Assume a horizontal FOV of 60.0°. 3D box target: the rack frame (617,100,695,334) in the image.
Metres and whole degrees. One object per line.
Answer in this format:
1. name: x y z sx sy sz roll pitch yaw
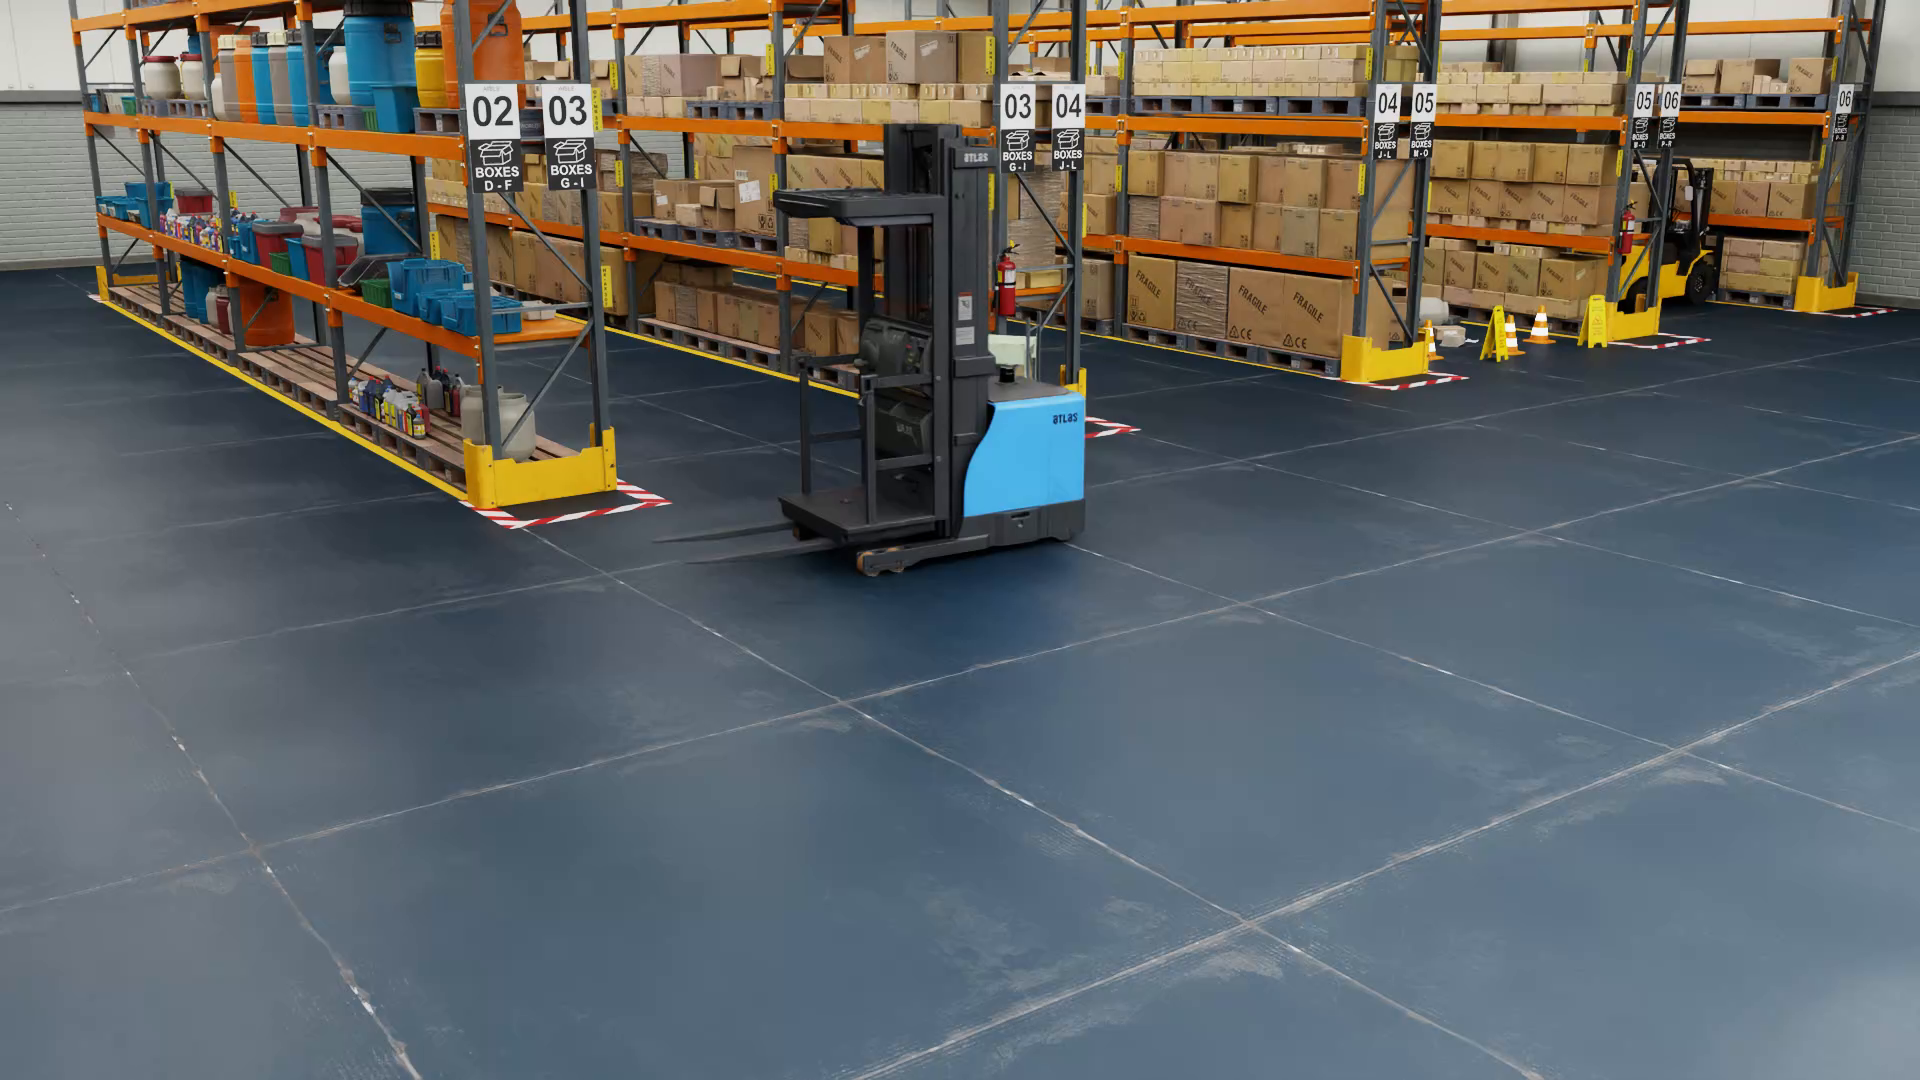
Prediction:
1. rack frame: -3.969 -4.277 22.021 1.000 3.000 0.127 -11 19 -35

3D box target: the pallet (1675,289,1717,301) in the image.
1. pallet: 11.567 -3.950 26.109 1.003 0.211 1.213 -11 19 -35

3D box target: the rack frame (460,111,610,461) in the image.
1. rack frame: -3.271 -1.800 12.970 1.000 3.000 0.127 -11 19 -35

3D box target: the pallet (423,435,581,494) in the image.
1. pallet: -3.827 -0.638 14.008 1.003 0.211 1.213 -11 19 -35

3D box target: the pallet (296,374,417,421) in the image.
1. pallet: -6.116 -1.471 17.050 1.003 0.211 1.213 -11 19 -35

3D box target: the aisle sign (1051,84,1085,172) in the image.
1. aisle sign: 1.014 -3.856 15.558 0.394 0.787 0.004 -11 19 -35

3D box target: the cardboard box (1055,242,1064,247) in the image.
1. cardboard box: 2.125 -5.727 30.548 0.875 0.875 0.875 -10 18 -33

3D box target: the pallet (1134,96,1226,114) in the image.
1. pallet: 2.927 -5.399 20.605 1.003 0.211 1.213 -11 19 -35

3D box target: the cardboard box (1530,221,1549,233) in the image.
1. cardboard box: 7.810 -4.178 22.133 0.380 0.149 0.250 -10 18 -34

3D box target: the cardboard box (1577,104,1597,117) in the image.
1. cardboard box: 8.142 -5.513 21.332 0.380 0.149 0.250 -11 19 -34

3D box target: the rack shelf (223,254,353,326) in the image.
1. rack shelf: -6.799 -2.734 17.746 1.077 0.370 4.000 -11 19 -35

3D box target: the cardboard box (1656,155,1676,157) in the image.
1. cardboard box: 11.322 -6.057 26.544 0.380 0.149 0.250 -11 19 -36

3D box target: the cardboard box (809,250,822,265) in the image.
1. cardboard box: -1.428 -3.105 18.213 0.380 0.149 0.250 -11 19 -35

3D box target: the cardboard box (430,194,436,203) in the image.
1. cardboard box: -8.579 -5.682 27.632 0.380 0.149 0.250 -11 19 -35

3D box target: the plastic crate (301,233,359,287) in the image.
1. plastic crate: -6.155 -2.741 16.287 0.402 0.464 0.583 -11 19 -35

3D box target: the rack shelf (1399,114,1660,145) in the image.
1. rack shelf: 7.575 -5.634 22.658 1.077 0.370 4.000 -11 19 -35

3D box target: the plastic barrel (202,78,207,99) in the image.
1. plastic barrel: -8.724 -5.297 19.532 0.301 0.262 0.301 0 15 0

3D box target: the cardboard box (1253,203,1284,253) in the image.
1. cardboard box: 3.983 -3.715 19.682 0.875 0.550 0.550 -11 19 -35

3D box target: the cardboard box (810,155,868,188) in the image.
1. cardboard box: -1.263 -3.855 17.831 0.500 0.500 0.500 -11 19 -35

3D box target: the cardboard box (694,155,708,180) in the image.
1. cardboard box: -4.560 -6.786 30.437 0.500 0.500 0.500 -10 18 -32

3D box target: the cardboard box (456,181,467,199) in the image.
1. cardboard box: -7.694 -5.584 26.515 0.500 0.250 0.500 -11 19 -36

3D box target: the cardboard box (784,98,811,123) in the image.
1. cardboard box: -1.559 -4.661 18.027 0.500 0.250 0.500 -12 19 -37

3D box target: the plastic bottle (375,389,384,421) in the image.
1. plastic bottle: -5.310 -1.237 15.227 0.061 0.283 0.133 -10 18 -32

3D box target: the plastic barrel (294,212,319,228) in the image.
1. plastic barrel: -7.197 -3.376 18.515 0.421 0.512 0.421 0 15 0

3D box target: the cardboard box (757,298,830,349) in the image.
1. cardboard box: -1.960 -2.564 19.663 0.700 0.500 0.500 -13 20 -39

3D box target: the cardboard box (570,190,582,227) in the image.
1. cardboard box: -5.056 -4.610 23.047 0.500 0.500 0.500 -12 19 -36

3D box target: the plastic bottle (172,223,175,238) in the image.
1. plastic bottle: -10.044 -3.981 21.314 0.097 0.201 0.097 0 15 0

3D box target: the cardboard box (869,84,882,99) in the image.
1. cardboard box: -0.699 -4.550 16.865 0.380 0.149 0.250 -10 18 -33

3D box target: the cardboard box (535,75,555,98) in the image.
1. cardboard box: -5.748 -6.489 23.795 0.500 0.311 0.500 -12 19 -36

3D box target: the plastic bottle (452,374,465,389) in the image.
1. plastic bottle: -4.709 -1.386 15.642 0.144 0.351 0.185 -11 19 -35

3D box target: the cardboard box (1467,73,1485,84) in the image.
1. cardboard box: 7.131 -6.284 22.636 0.380 0.149 0.250 -11 19 -35

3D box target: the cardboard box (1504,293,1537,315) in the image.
1. cardboard box: 7.760 -3.226 22.593 0.500 0.250 0.500 -11 19 -34

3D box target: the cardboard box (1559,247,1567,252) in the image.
1. cardboard box: 10.096 -4.899 27.997 0.875 0.625 0.625 -10 18 -32

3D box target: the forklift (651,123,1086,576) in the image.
1. forklift: -0.620 -1.327 11.373 3.031 2.935 1.130 -9 18 -30

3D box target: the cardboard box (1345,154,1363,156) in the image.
1. cardboard box: 6.061 -5.607 25.331 0.500 0.500 0.500 -11 19 -34

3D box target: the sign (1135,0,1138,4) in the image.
1. sign: 3.817 -11.797 36.063 0.100 0.325 0.005 -11 19 -35

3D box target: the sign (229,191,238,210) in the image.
1. sign: -9.881 -4.581 22.606 0.100 0.325 0.005 -11 19 -35

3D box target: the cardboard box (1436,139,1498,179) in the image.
1. cardboard box: 7.039 -5.283 23.051 0.700 0.500 0.500 -11 19 -36

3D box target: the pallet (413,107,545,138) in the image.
1. pallet: -3.678 -3.347 13.300 1.003 0.211 1.213 -11 19 -35

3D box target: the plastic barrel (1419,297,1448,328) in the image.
1. plastic barrel: 6.312 -3.070 22.492 0.512 0.421 0.421 1 15 4

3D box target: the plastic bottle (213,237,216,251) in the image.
1. plastic bottle: -8.747 -3.509 19.592 0.097 0.201 0.097 0 15 0

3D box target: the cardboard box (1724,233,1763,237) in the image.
1. cardboard box: 12.052 -4.583 25.659 0.500 0.250 0.500 -11 19 -35

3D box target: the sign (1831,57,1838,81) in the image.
1. sign: 12.317 -6.633 23.418 0.100 0.325 0.005 -11 19 -35

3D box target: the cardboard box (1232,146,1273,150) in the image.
1. cardboard box: 5.812 -7.553 33.006 0.700 0.500 0.500 -10 18 -33

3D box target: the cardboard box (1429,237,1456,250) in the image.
1. cardboard box: 6.856 -4.199 23.498 0.380 0.149 0.250 -10 18 -32

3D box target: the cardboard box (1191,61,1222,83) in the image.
1. cardboard box: 3.111 -5.577 19.823 0.500 0.250 0.500 -11 19 -35

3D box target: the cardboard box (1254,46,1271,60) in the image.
1. cardboard box: 3.587 -5.569 19.039 0.380 0.149 0.250 -11 19 -35

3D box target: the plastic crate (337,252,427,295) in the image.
1. plastic crate: -5.418 -2.493 15.619 0.767 0.338 0.504 -11 19 -35

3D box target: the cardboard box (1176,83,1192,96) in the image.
1. cardboard box: 2.840 -5.455 20.134 0.380 0.149 0.250 -11 19 -35

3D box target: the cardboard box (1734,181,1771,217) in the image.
1. cardboard box: 11.965 -5.103 24.849 0.500 0.500 0.500 -10 18 -33

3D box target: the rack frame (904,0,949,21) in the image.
1. rack frame: -0.656 -10.417 33.090 1.000 3.000 0.127 -11 19 -35

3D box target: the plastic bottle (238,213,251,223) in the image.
1. plastic bottle: -8.918 -3.905 20.757 0.144 0.351 0.185 -11 19 -35

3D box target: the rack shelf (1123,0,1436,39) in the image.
1. rack shelf: 3.631 -6.098 19.429 1.077 0.370 4.000 -11 19 -35

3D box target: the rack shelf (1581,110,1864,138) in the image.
1. rack shelf: 11.588 -6.405 25.476 1.077 0.370 4.000 -11 19 -35

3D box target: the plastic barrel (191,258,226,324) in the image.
1. plastic barrel: -9.604 -3.283 21.567 0.600 0.901 0.708 -11 19 -35

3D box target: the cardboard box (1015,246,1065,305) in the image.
1. cardboard box: 0.905 -3.813 23.790 1.050 0.750 0.750 -11 19 -34

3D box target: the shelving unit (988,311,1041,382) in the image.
1. shelving unit: 0.210 -1.025 12.980 0.755 1.500 0.431 4 16 15

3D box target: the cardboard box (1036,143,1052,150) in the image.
1. cardboard box: 1.722 -7.061 30.110 0.500 0.500 0.500 -11 19 -34
